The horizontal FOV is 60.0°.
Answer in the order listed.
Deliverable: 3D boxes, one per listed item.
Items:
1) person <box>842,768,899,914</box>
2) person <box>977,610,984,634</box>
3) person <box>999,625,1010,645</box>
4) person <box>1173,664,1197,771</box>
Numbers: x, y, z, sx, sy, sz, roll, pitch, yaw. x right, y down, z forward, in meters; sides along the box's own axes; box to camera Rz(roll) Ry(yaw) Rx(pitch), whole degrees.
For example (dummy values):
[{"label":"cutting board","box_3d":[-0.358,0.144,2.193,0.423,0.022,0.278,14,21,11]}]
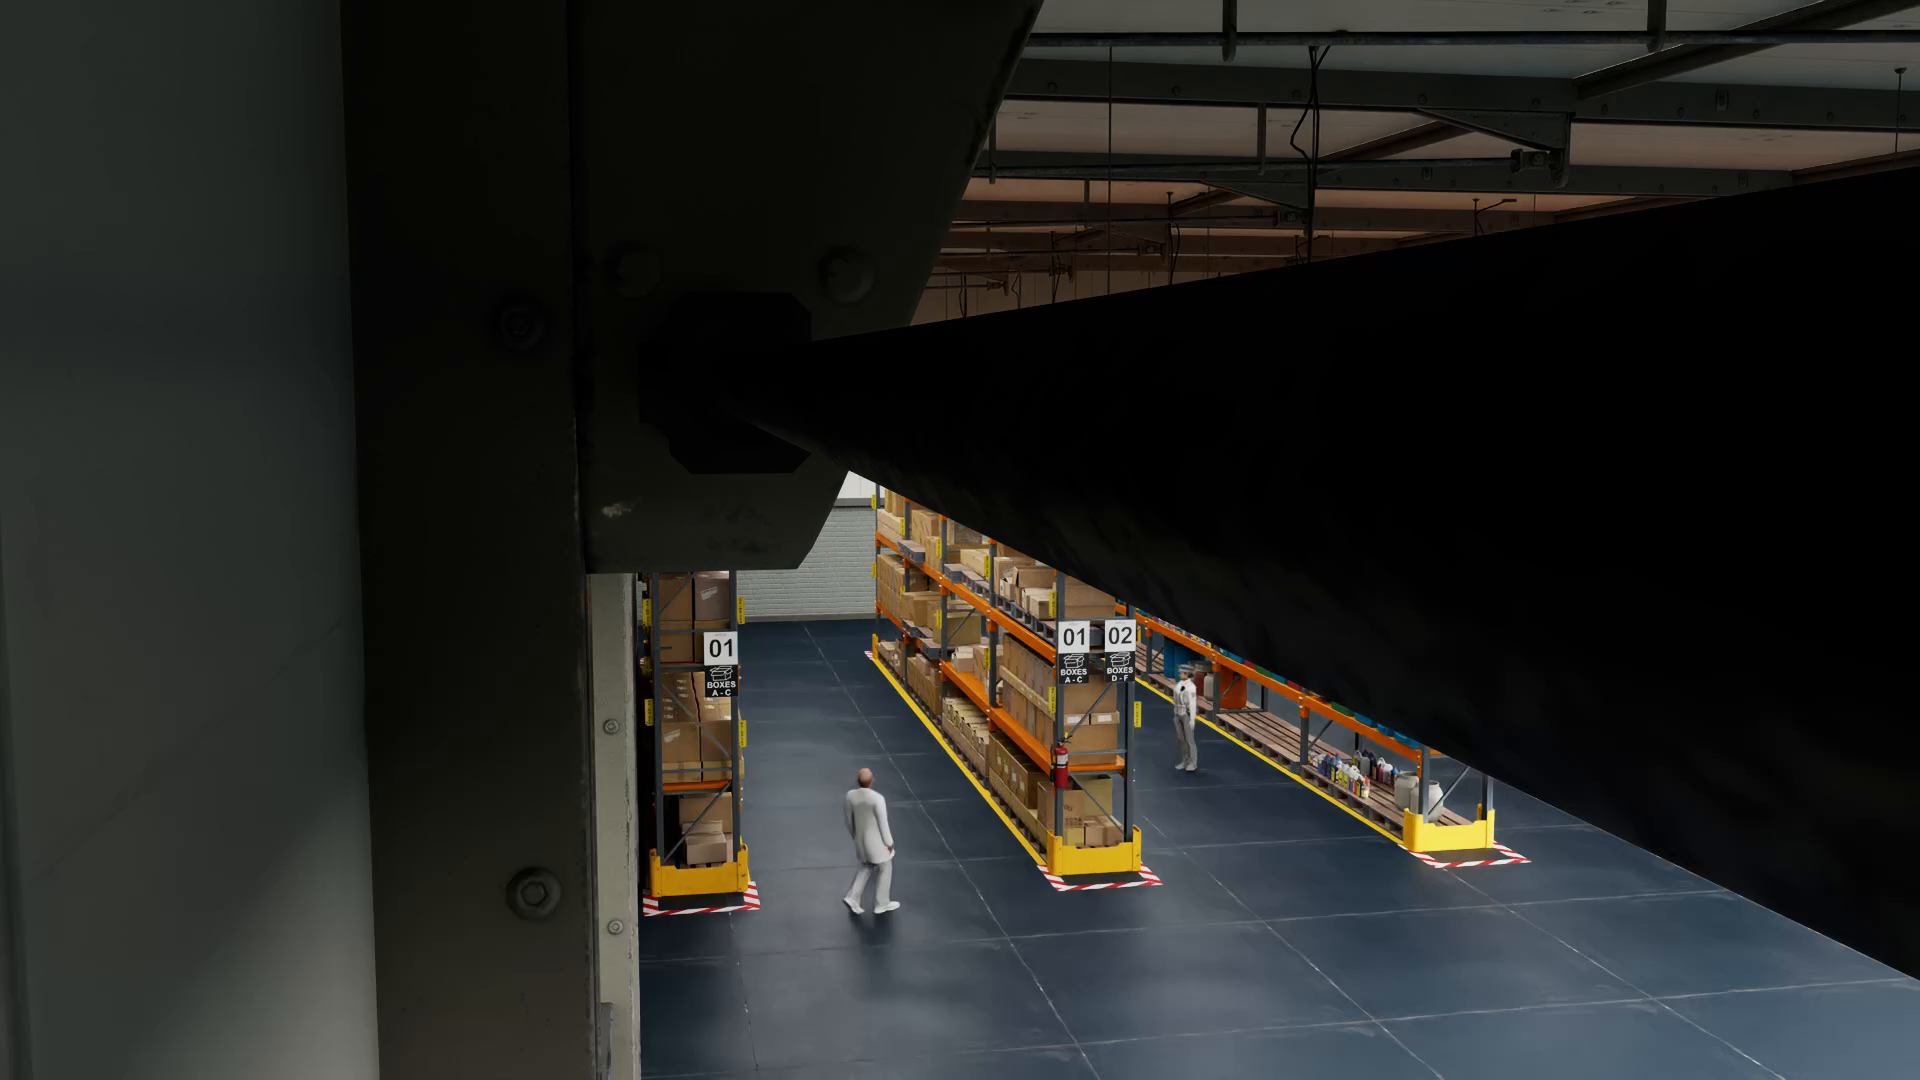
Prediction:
[{"label":"person","box_3d":[-1.020,3.502,19.371,0.630,1.777,0.678,6,8,43]},{"label":"person","box_3d":[0.306,1.647,37.878,0.490,1.585,0.955,-1,6,-8]},{"label":"person","box_3d":[0.961,1.985,34.394,0.480,1.620,0.840,-1,6,-12]},{"label":"person","box_3d":[3.563,2.809,26.277,0.369,1.720,0.565,-2,6,-23]}]
